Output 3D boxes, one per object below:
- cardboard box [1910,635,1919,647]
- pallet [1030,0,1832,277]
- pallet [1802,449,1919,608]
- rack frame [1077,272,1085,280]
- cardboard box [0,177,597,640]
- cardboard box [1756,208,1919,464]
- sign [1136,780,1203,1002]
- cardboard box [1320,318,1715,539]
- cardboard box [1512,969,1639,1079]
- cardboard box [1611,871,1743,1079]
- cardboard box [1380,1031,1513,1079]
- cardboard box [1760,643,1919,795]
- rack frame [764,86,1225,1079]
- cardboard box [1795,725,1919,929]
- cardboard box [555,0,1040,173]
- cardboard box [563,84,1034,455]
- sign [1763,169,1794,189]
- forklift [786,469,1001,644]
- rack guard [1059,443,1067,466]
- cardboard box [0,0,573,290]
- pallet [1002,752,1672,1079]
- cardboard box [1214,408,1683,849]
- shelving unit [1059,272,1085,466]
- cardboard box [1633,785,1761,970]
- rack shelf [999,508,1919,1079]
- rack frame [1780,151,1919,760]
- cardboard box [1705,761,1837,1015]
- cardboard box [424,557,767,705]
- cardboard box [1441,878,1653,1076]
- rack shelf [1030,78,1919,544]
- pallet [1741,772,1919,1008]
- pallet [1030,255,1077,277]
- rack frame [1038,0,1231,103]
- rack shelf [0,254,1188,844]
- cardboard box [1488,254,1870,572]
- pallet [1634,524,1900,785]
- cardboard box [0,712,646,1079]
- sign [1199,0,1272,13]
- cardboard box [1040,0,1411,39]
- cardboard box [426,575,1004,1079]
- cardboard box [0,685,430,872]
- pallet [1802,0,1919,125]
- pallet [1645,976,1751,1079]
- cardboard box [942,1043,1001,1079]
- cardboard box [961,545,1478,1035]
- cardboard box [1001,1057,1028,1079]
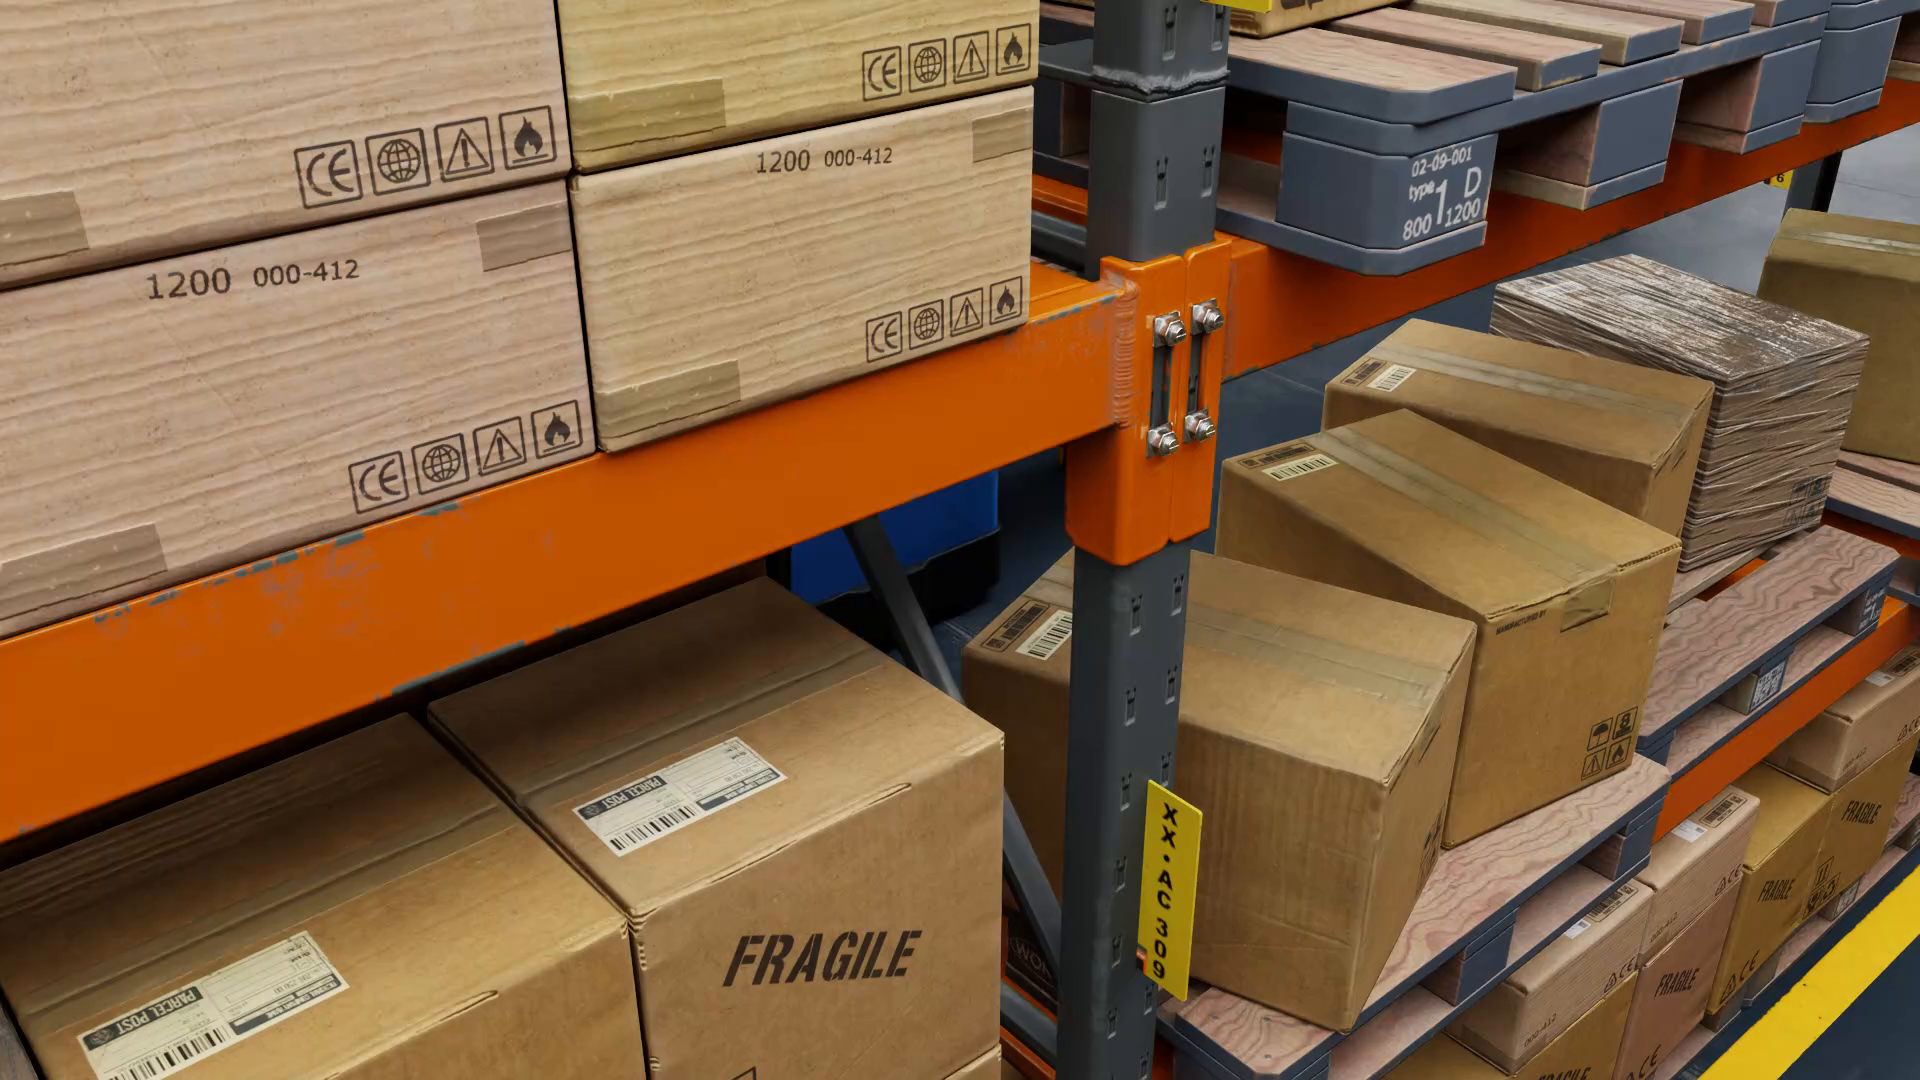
[{"bbox_3d":[3.553,0.416,5.760,0.500,0.250,0.500,-22,35,-35],"label":"cardboard box"},{"bbox_3d":[0.463,-0.747,2.482,1.003,0.211,1.213,-22,35,-35],"label":"pallet"},{"bbox_3d":[2.494,-0.239,4.719,1.003,0.211,1.213,-22,35,-35],"label":"pallet"},{"bbox_3d":[0.699,-0.943,7.424,0.032,1.500,0.500,-22,35,-35],"label":"rack frame"},{"bbox_3d":[-0.663,-0.196,1.411,0.500,0.250,0.500,-22,35,-35],"label":"cardboard box"},{"bbox_3d":[2.558,-0.553,4.550,0.700,0.500,0.500,15,32,26],"label":"cardboard box"},{"bbox_3d":[0.279,0.478,2.255,0.005,0.325,0.100,-22,35,-35],"label":"sign"},{"bbox_3d":[1.225,-0.125,3.749,0.700,0.500,0.500,18,33,30],"label":"cardboard box"},{"bbox_3d":[1.231,1.198,4.011,0.500,0.500,0.500,-21,35,-34],"label":"cardboard box"},{"bbox_3d":[1.616,1.043,4.301,0.500,0.500,0.500,-23,36,-37],"label":"cardboard box"},{"bbox_3d":[0.846,1.348,3.730,0.500,0.500,0.500,-21,35,-34],"label":"cardboard box"},{"bbox_3d":[2.365,0.410,4.689,0.500,0.250,0.500,-20,34,-33],"label":"cardboard box"},{"bbox_3d":[-0.079,0.667,2.819,0.127,3.000,1.000,-22,35,-35],"label":"rack frame"},{"bbox_3d":[2.405,0.722,4.901,0.500,0.500,0.500,-20,34,-33],"label":"cardboard box"},{"bbox_3d":[-0.273,-0.564,1.569,0.500,0.250,0.500,-22,35,-35],"label":"cardboard box"},{"bbox_3d":[-0.276,-0.345,1.690,0.500,0.250,0.500,-22,35,-35],"label":"cardboard box"},{"bbox_3d":[2.601,-1.265,5.206,0.005,0.325,0.100,-22,35,-35],"label":"sign"},{"bbox_3d":[-1.282,-0.799,5.635,3.031,2.935,1.130,-22,35,-35],"label":"forklift"},{"bbox_3d":[0.684,-0.386,7.707,0.087,0.250,0.587,-22,35,-35],"label":"rack guard"},{"bbox_3d":[-0.655,-0.412,1.285,0.500,0.250,0.500,-22,35,-35],"label":"cardboard box"},{"bbox_3d":[0.600,0.547,3.248,1.213,0.211,1.003,-22,35,-35],"label":"pallet"},{"bbox_3d":[0.909,0.140,3.254,0.500,0.500,0.700,-16,32,-27],"label":"cardboard box"},{"bbox_3d":[0.305,-0.785,7.127,1.083,1.500,0.587,-22,35,-35],"label":"shelving unit"},{"bbox_3d":[1.589,0.725,4.101,0.500,0.250,0.500,-23,36,-36],"label":"cardboard box"},{"bbox_3d":[1.443,0.373,4.133,4.000,0.370,1.077,-22,35,-35],"label":"rack shelf"},{"bbox_3d":[2.964,-0.556,5.109,0.127,3.000,1.000,-22,35,-35],"label":"rack frame"},{"bbox_3d":[2.011,0.881,4.605,0.500,0.500,0.500,-23,36,-37],"label":"cardboard box"},{"bbox_3d":[-0.620,0.226,2.479,0.500,0.500,0.500,-21,34,-34],"label":"cardboard box"},{"bbox_3d":[1.208,0.878,3.813,0.500,0.250,0.500,-22,35,-35],"label":"cardboard box"},{"bbox_3d":[1.443,-0.950,3.426,4.000,0.370,1.077,-22,35,-35],"label":"rack shelf"},{"bbox_3d":[2.372,0.888,5.364,1.213,0.211,1.003,-22,35,-35],"label":"pallet"},{"bbox_3d":[0.366,-1.327,9.509,1.213,0.211,1.003,-22,35,-35],"label":"pallet"},{"bbox_3d":[-0.079,-1.979,1.405,0.127,3.000,1.000,-22,35,-35],"label":"rack frame"},{"bbox_3d":[-1.600,0.274,1.136,4.000,0.370,1.077,-22,35,-35],"label":"rack shelf"},{"bbox_3d":[1.738,-0.341,4.154,0.500,0.500,0.700,-15,32,-26],"label":"cardboard box"},{"bbox_3d":[1.488,0.125,4.037,1.213,0.211,1.003,-22,35,-35],"label":"pallet"},{"bbox_3d":[-0.684,0.587,1.801,0.500,0.500,0.500,-23,36,-36],"label":"cardboard box"},{"bbox_3d":[0.279,-0.691,1.630,0.005,0.325,0.100,-22,35,-35],"label":"sign"},{"bbox_3d":[0.352,-1.057,2.205,0.600,0.600,0.600,25,37,38],"label":"cardboard box"},{"bbox_3d":[-0.296,0.430,2.096,0.500,0.500,0.500,-22,35,-35],"label":"cardboard box"},{"bbox_3d":[-1.012,0.384,2.183,0.500,0.500,0.500,-23,36,-36],"label":"cardboard box"},{"bbox_3d":[1.250,-1.065,3.078,1.003,0.211,1.213,-22,35,-35],"label":"pallet"},{"bbox_3d":[1.444,1.260,4.669,1.213,0.211,1.003,-22,35,-35],"label":"pallet"},{"bbox_3d":[-0.293,0.868,2.337,0.500,0.500,0.500,-21,35,-34],"label":"cardboard box"},{"bbox_3d":[0.427,0.373,2.817,0.700,0.500,0.500,15,32,26],"label":"cardboard box"},{"bbox_3d":[0.110,1.322,3.779,0.500,0.500,0.500,-22,35,-35],"label":"cardboard box"}]
